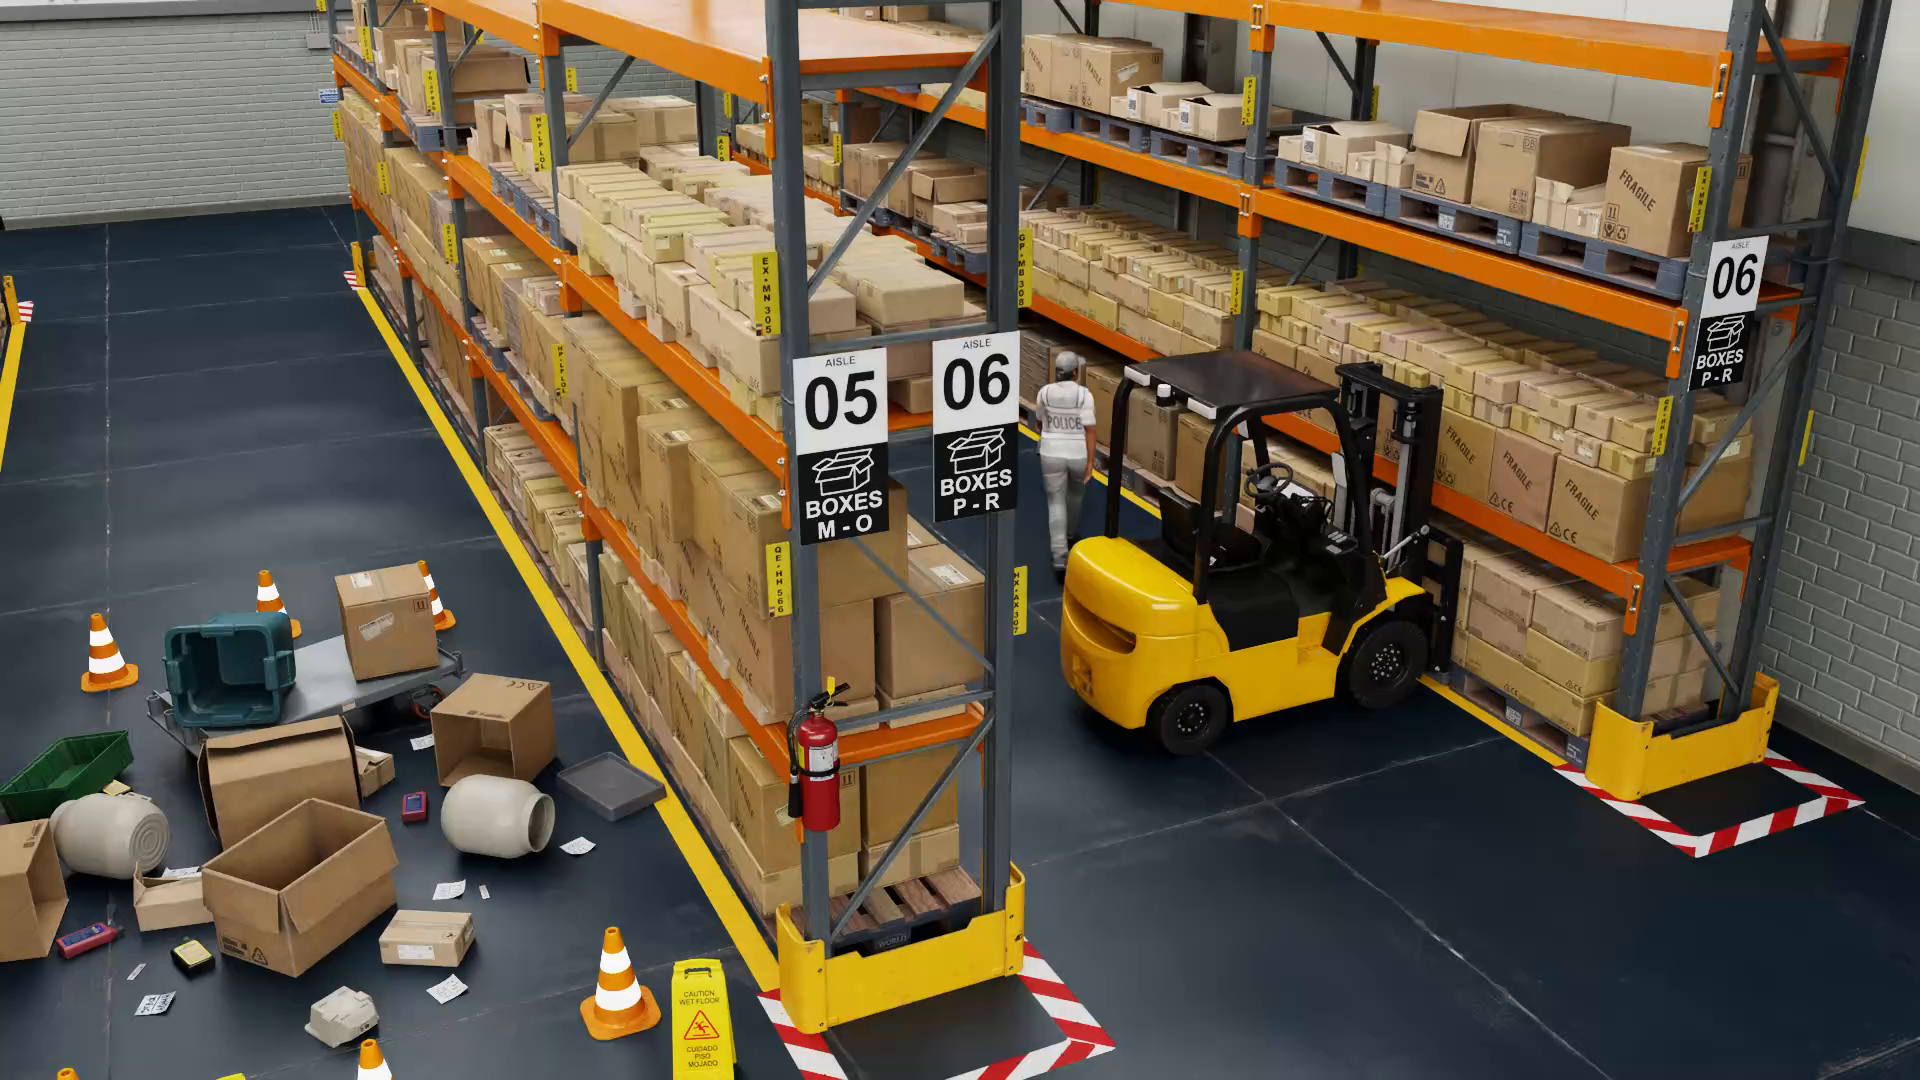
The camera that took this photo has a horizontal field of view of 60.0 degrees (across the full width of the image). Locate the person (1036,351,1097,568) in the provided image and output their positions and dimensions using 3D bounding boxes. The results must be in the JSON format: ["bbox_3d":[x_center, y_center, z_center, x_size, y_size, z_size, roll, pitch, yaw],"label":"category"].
[{"bbox_3d":[0.799,-0.645,12.587,0.459,1.597,1.078,1,22,1],"label":"person"}]
